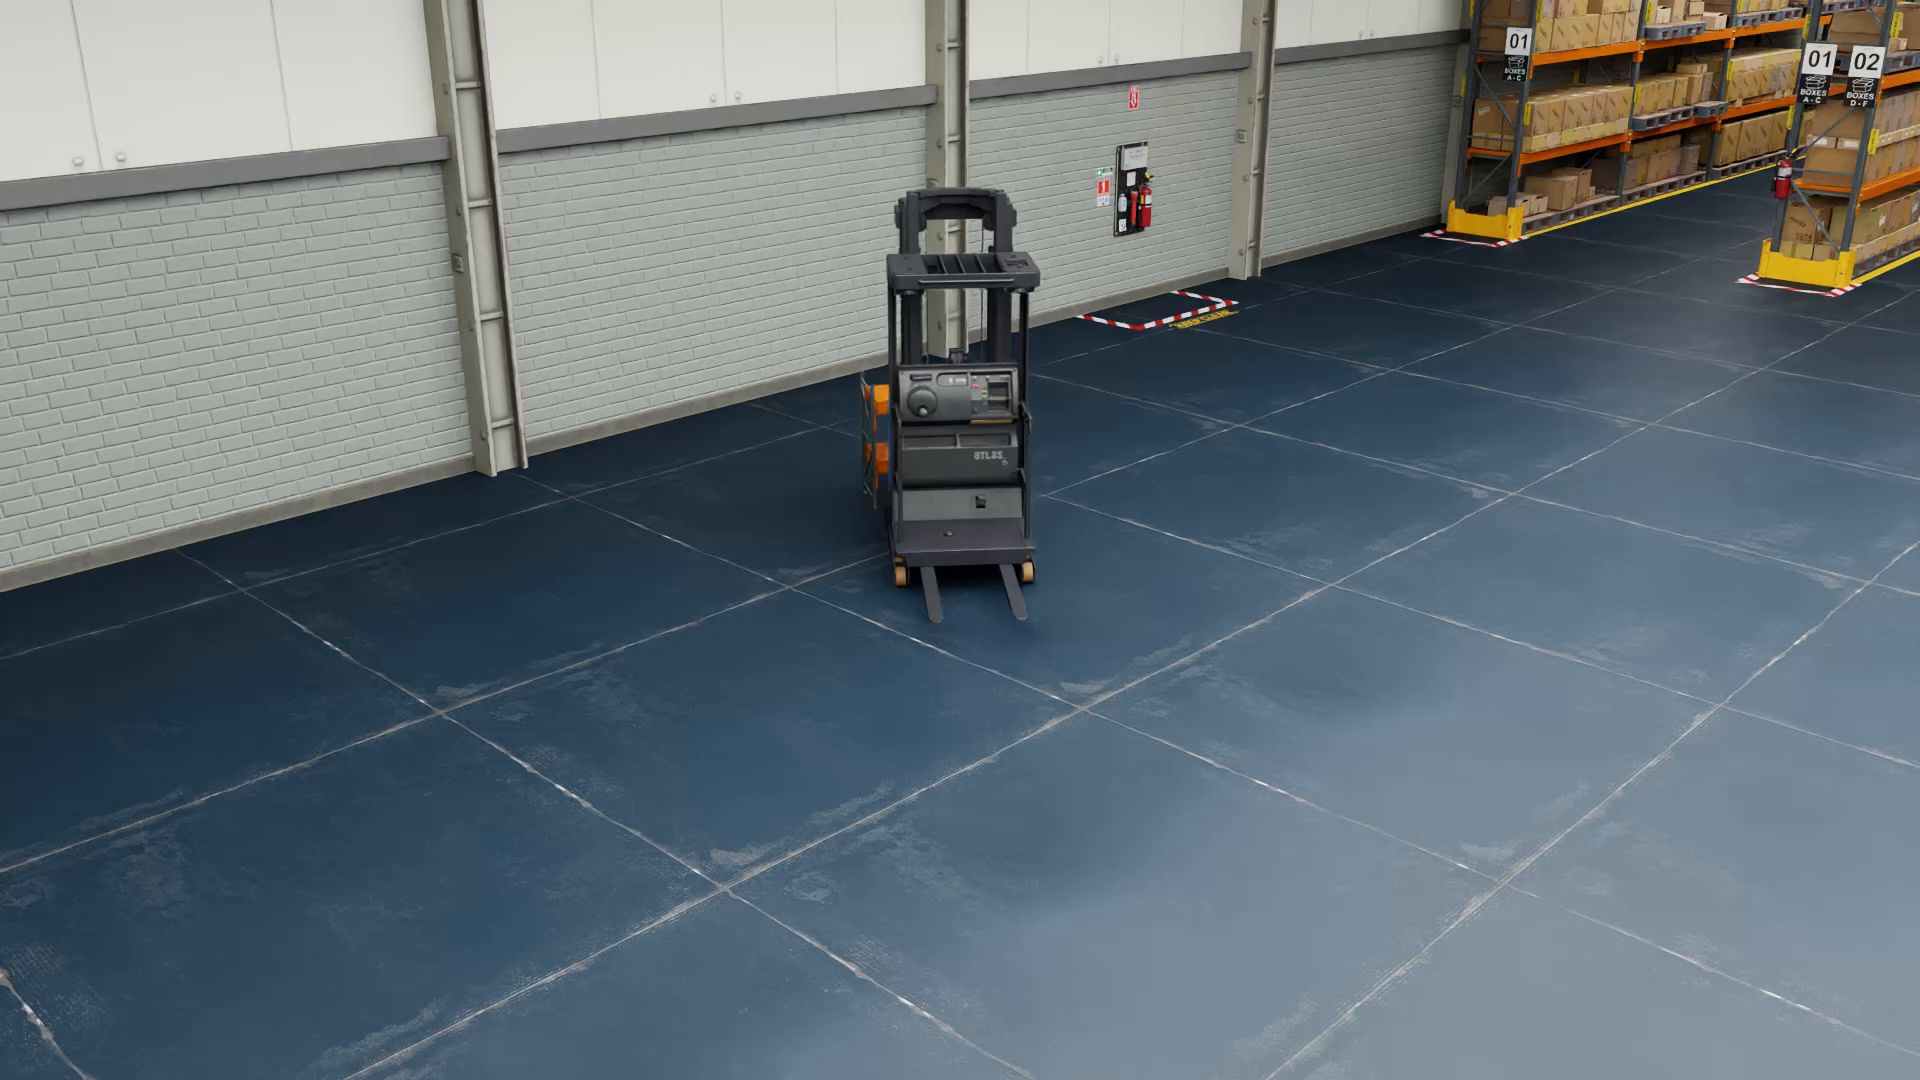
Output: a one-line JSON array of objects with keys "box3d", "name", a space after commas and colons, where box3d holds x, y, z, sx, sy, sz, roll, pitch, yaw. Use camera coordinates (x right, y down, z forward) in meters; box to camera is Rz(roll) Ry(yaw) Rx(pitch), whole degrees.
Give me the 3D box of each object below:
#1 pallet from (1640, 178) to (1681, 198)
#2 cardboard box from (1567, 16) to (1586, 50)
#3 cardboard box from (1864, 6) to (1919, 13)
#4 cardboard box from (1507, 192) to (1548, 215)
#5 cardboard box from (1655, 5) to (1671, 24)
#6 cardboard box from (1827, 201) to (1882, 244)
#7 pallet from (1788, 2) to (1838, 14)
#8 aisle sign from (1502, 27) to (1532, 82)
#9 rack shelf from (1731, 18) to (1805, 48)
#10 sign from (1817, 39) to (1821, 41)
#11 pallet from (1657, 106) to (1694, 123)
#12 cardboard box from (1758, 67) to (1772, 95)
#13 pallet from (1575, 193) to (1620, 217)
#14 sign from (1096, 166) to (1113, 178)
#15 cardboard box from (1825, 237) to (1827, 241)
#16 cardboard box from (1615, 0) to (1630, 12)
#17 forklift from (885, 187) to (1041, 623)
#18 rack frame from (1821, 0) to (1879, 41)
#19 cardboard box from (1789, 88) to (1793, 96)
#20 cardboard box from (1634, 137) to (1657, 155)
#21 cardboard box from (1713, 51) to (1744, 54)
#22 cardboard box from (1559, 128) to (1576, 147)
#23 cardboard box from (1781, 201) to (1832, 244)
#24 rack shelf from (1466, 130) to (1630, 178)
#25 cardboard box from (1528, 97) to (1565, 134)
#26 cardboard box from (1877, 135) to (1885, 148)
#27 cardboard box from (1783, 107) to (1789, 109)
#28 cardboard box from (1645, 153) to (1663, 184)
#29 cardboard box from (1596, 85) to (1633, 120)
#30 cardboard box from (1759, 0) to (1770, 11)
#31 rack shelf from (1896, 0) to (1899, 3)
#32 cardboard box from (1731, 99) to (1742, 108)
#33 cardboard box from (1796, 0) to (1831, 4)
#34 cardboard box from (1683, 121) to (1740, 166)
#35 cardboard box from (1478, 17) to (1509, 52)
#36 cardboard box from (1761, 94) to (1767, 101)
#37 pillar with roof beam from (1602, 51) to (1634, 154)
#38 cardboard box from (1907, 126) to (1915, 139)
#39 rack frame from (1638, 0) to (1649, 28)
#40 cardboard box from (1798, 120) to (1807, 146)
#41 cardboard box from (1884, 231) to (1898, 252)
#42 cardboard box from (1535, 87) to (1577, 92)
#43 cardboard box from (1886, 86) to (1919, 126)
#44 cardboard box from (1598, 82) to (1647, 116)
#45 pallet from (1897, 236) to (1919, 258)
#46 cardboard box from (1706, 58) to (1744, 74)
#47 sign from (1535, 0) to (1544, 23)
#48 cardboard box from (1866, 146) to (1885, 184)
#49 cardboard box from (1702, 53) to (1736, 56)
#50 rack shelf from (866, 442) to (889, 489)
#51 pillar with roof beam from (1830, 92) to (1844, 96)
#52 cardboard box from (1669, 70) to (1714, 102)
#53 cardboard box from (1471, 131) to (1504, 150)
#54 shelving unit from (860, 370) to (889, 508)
[{"box3d": [12.544, -6.550, 30.682, 1.003, 0.211, 1.213, 19, 28, 41], "name": "pallet"}, {"box3d": [9.533, -8.050, 26.352, 0.500, 0.500, 0.500, -19, 28, -40], "name": "cardboard box"}, {"box3d": [13.464, -7.415, 23.941, 0.637, 0.503, 0.797, -16, 26, -36], "name": "cardboard box"}, {"box3d": [9.306, -5.560, 27.354, 0.500, 0.311, 0.500, -17, 27, -38], "name": "cardboard box"}, {"box3d": [12.019, -9.169, 28.969, 0.500, 0.311, 0.500, -19, 28, -40], "name": "cardboard box"}, {"box3d": [12.793, -4.542, 23.775, 0.500, 0.500, 0.500, 19, 28, 41], "name": "cardboard box"}, {"box3d": [17.310, -10.958, 34.209, 1.003, 0.211, 1.213, 19, 28, 41], "name": "pallet"}, {"box3d": [8.525, -7.427, 25.456, 0.394, 0.787, 0.004, 19, 28, 41], "name": "aisle sign"}, {"box3d": [15.337, -9.942, 32.444, 1.077, 0.370, 4.000, 19, 28, 41], "name": "rack shelf"}, {"box3d": [19.129, -11.002, 37.062, 0.100, 0.325, 0.005, 19, 28, 41], "name": "sign"}, {"box3d": [12.590, -7.755, 30.200, 1.003, 0.211, 1.213, 19, 28, 41], "name": "pallet"}, {"box3d": [15.540, -9.015, 32.628, 0.500, 0.500, 0.500, -19, 28, -41], "name": "cardboard box"}, {"box3d": [10.708, -5.852, 28.869, 1.003, 0.211, 1.213, 19, 28, 41], "name": "pallet"}, {"box3d": [1.842, -4.682, 21.150, 0.001, 0.109, 0.331, 19, 28, 41], "name": "sign"}, {"box3d": [12.415, -4.324, 24.254, 0.500, 0.250, 0.500, 19, 28, 41], "name": "cardboard box"}, {"box3d": [10.619, -8.917, 27.215, 0.500, 0.500, 0.500, -18, 28, -39], "name": "cardboard box"}, {"box3d": [0.010, -1.127, 12.783, 1.130, 2.935, 3.031, -2, 21, -5], "name": "forklift"}, {"box3d": [19.522, -10.420, 36.866, 1.000, 3.000, 0.127, 19, 28, 41], "name": "rack frame"}, {"box3d": [16.699, -9.126, 33.822, 0.380, 0.149, 0.250, 20, 28, 41], "name": "cardboard box"}, {"box3d": [12.318, -7.166, 30.226, 0.500, 0.250, 0.500, 18, 28, 39], "name": "cardboard box"}, {"box3d": [15.151, -9.485, 32.804, 0.500, 0.250, 0.500, 18, 28, 39], "name": "cardboard box"}, {"box3d": [9.640, -6.559, 27.002, 0.500, 0.250, 0.500, 19, 28, 40], "name": "cardboard box"}, {"box3d": [12.073, -4.543, 23.778, 0.500, 0.500, 0.500, 19, 28, 41], "name": "cardboard box"}, {"box3d": [9.756, -6.486, 27.632, 1.077, 0.370, 4.000, 19, 28, 41], "name": "rack shelf"}, {"box3d": [9.261, -6.769, 26.502, 0.500, 0.500, 0.500, 19, 28, 41], "name": "cardboard box"}, {"box3d": [12.698, -5.597, 23.274, 0.380, 0.149, 0.250, 19, 28, 41], "name": "cardboard box"}, {"box3d": [17.810, -9.172, 35.612, 0.380, 0.149, 0.250, 20, 28, 41], "name": "cardboard box"}, {"box3d": [12.362, -6.834, 30.406, 0.700, 0.500, 0.500, 20, 28, 41], "name": "cardboard box"}, {"box3d": [11.043, -7.426, 28.212, 0.500, 0.500, 0.500, 19, 28, 41], "name": "cardboard box"}, {"box3d": [15.302, -10.573, 32.331, 0.700, 0.500, 0.500, 19, 28, 41], "name": "cardboard box"}, {"box3d": [13.308, -7.860, 23.404, 1.077, 0.370, 4.000, 19, 28, 41], "name": "rack shelf"}, {"box3d": [14.765, -8.392, 31.912, 0.250, 0.149, 0.380, -19, 28, -40], "name": "cardboard box"}, {"box3d": [17.403, -11.076, 33.877, 0.500, 0.250, 0.500, 19, 28, 40], "name": "cardboard box"}, {"box3d": [14.548, -7.713, 32.232, 0.750, 0.750, 0.750, 19, 28, 40], "name": "cardboard box"}, {"box3d": [8.470, -7.934, 26.050, 0.500, 0.500, 0.500, -18, 27, -38], "name": "cardboard box"}, {"box3d": [15.781, -8.811, 33.001, 0.380, 0.149, 0.250, 18, 28, 39], "name": "cardboard box"}, {"box3d": [15.499, -9.969, 27.330, 9.100, 9.000, 0.400, 19, 28, 41], "name": "pillar with roof beam"}, {"box3d": [13.597, -5.928, 24.134, 0.250, 0.149, 0.380, -19, 28, -40], "name": "cardboard box"}, {"box3d": [11.151, -10.136, 27.764, 1.000, 3.000, 0.127, 19, 28, 41], "name": "rack frame"}, {"box3d": [17.327, -8.588, 34.997, 0.700, 0.500, 0.500, 20, 29, 41], "name": "cardboard box"}, {"box3d": [13.494, -4.448, 24.576, 0.500, 0.250, 0.500, 19, 28, 41], "name": "cardboard box"}, {"box3d": [9.958, -7.298, 27.878, 0.500, 0.500, 0.500, -19, 28, -41], "name": "cardboard box"}, {"box3d": [13.696, -6.375, 24.393, 0.700, 0.500, 0.500, 19, 28, 41], "name": "cardboard box"}, {"box3d": [11.531, -7.710, 29.062, 0.700, 0.500, 0.500, 19, 28, 41], "name": "cardboard box"}, {"box3d": [14.118, -4.601, 25.613, 1.003, 0.211, 1.213, 19, 28, 41], "name": "pallet"}, {"box3d": [14.463, -8.968, 31.461, 0.500, 0.250, 0.500, -19, 28, -41], "name": "cardboard box"}, {"box3d": [8.750, -7.980, 25.117, 0.100, 0.325, 0.005, 19, 28, 41], "name": "sign"}, {"box3d": [12.610, -5.368, 23.583, 0.500, 0.500, 0.700, -19, 28, -41], "name": "cardboard box"}, {"box3d": [14.796, -9.353, 32.463, 0.500, 0.250, 0.500, 18, 28, 39], "name": "cardboard box"}, {"box3d": [-0.318, -0.709, 14.895, 1.000, 0.278, 0.538, -5, 22, -14], "name": "rack shelf"}, {"box3d": [23.871, -13.054, 35.355, 9.100, 9.000, 0.400, 19, 28, 41], "name": "pillar with roof beam"}, {"box3d": [13.621, -8.493, 31.098, 0.700, 0.500, 0.500, 15, 26, 35], "name": "cardboard box"}, {"box3d": [8.548, -6.415, 26.628, 0.500, 0.250, 0.500, -20, 28, -41], "name": "cardboard box"}, {"box3d": [-0.318, -0.938, 14.808, 1.048, 1.125, 0.538, -5, 22, -14], "name": "shelving unit"}]
